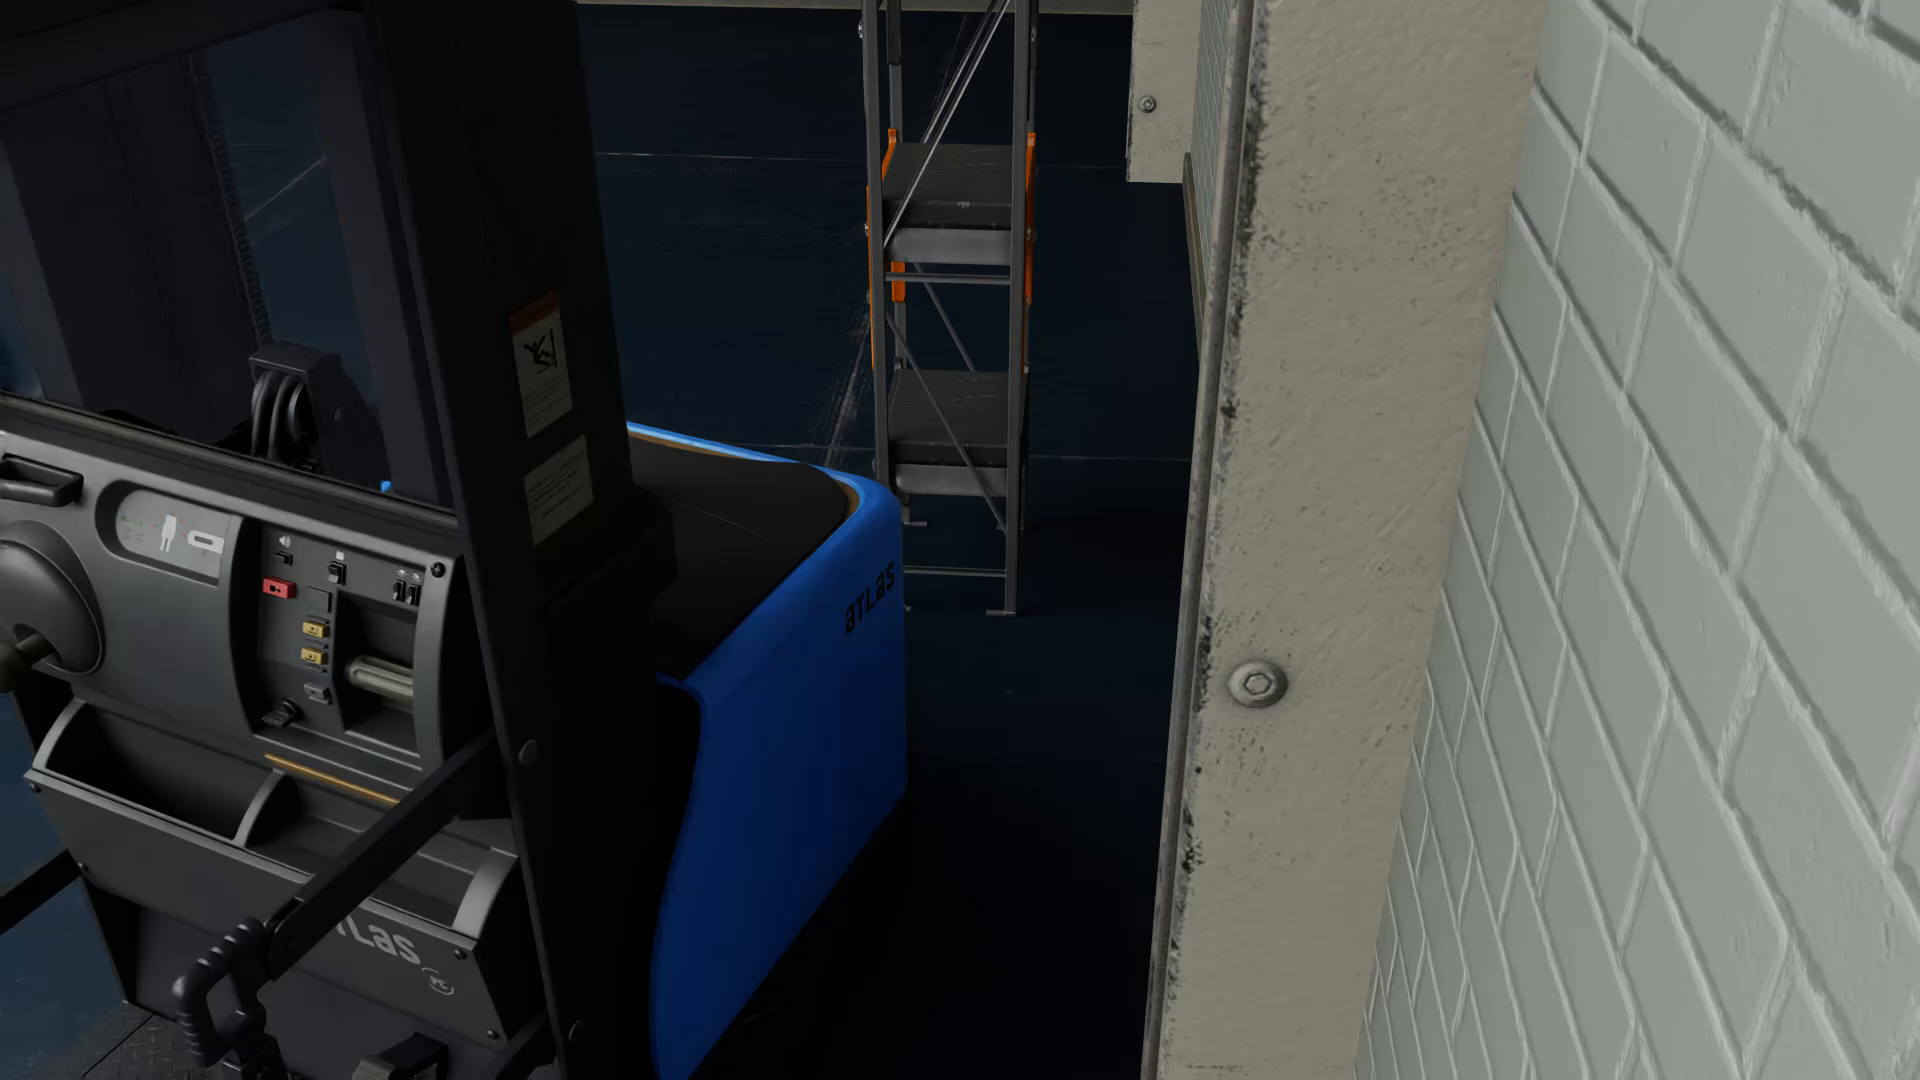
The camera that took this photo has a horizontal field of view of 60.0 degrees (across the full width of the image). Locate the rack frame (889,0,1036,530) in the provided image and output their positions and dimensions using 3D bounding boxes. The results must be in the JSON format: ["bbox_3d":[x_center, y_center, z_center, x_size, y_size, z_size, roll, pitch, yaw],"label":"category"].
[{"bbox_3d":[0.006,-0.935,4.766,0.400,2.100,0.015,2,32,4],"label":"rack frame"}]

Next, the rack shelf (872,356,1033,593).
[{"bbox_3d":[-0.013,-0.200,4.933,0.431,0.518,0.480,2,32,4],"label":"rack shelf"}]

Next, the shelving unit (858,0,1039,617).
[{"bbox_3d":[-0.013,-0.807,4.559,0.431,2.100,0.503,2,32,4],"label":"shelving unit"}]

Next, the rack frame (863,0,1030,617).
[{"bbox_3d":[-0.033,-0.680,4.352,0.400,2.100,0.015,2,32,4],"label":"rack frame"}]

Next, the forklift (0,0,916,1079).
[{"bbox_3d":[-1.185,0.144,2.222,1.130,2.935,3.031,14,34,21],"label":"forklift"}]

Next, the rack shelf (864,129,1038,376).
[{"bbox_3d":[-0.013,-0.796,4.566,0.431,0.518,0.480,2,32,4],"label":"rack shelf"}]

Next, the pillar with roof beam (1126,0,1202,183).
[{"bbox_3d":[-3.314,-5.853,6.170,9.100,9.000,0.400,2,32,4],"label":"pillar with roof beam"}]

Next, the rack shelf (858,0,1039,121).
[{"bbox_3d":[-0.013,-1.392,4.199,0.431,0.518,0.480,2,32,4],"label":"rack shelf"}]
